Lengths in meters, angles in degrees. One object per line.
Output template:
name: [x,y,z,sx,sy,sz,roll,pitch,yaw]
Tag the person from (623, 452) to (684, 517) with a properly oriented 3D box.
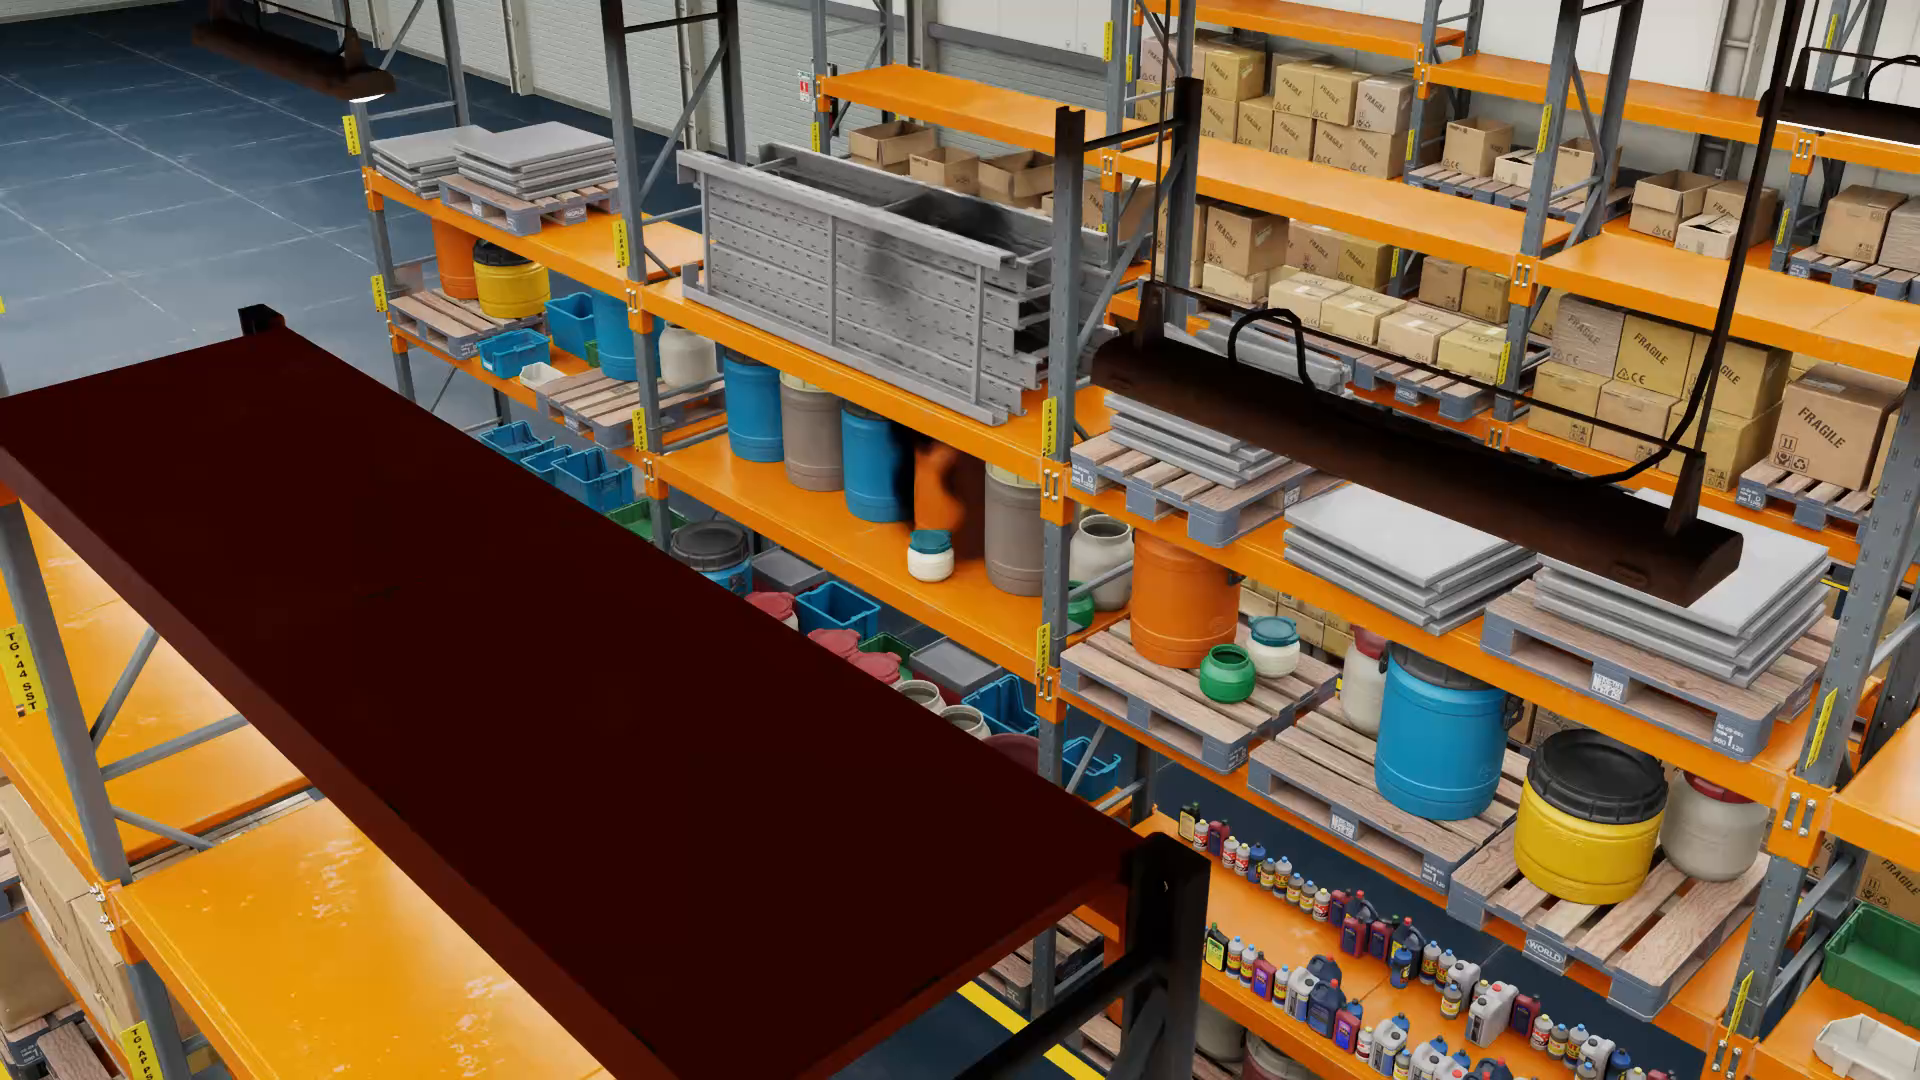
person: [-2.984,-0.742,16.389,0.779,1.753,0.733,16,32,27]
